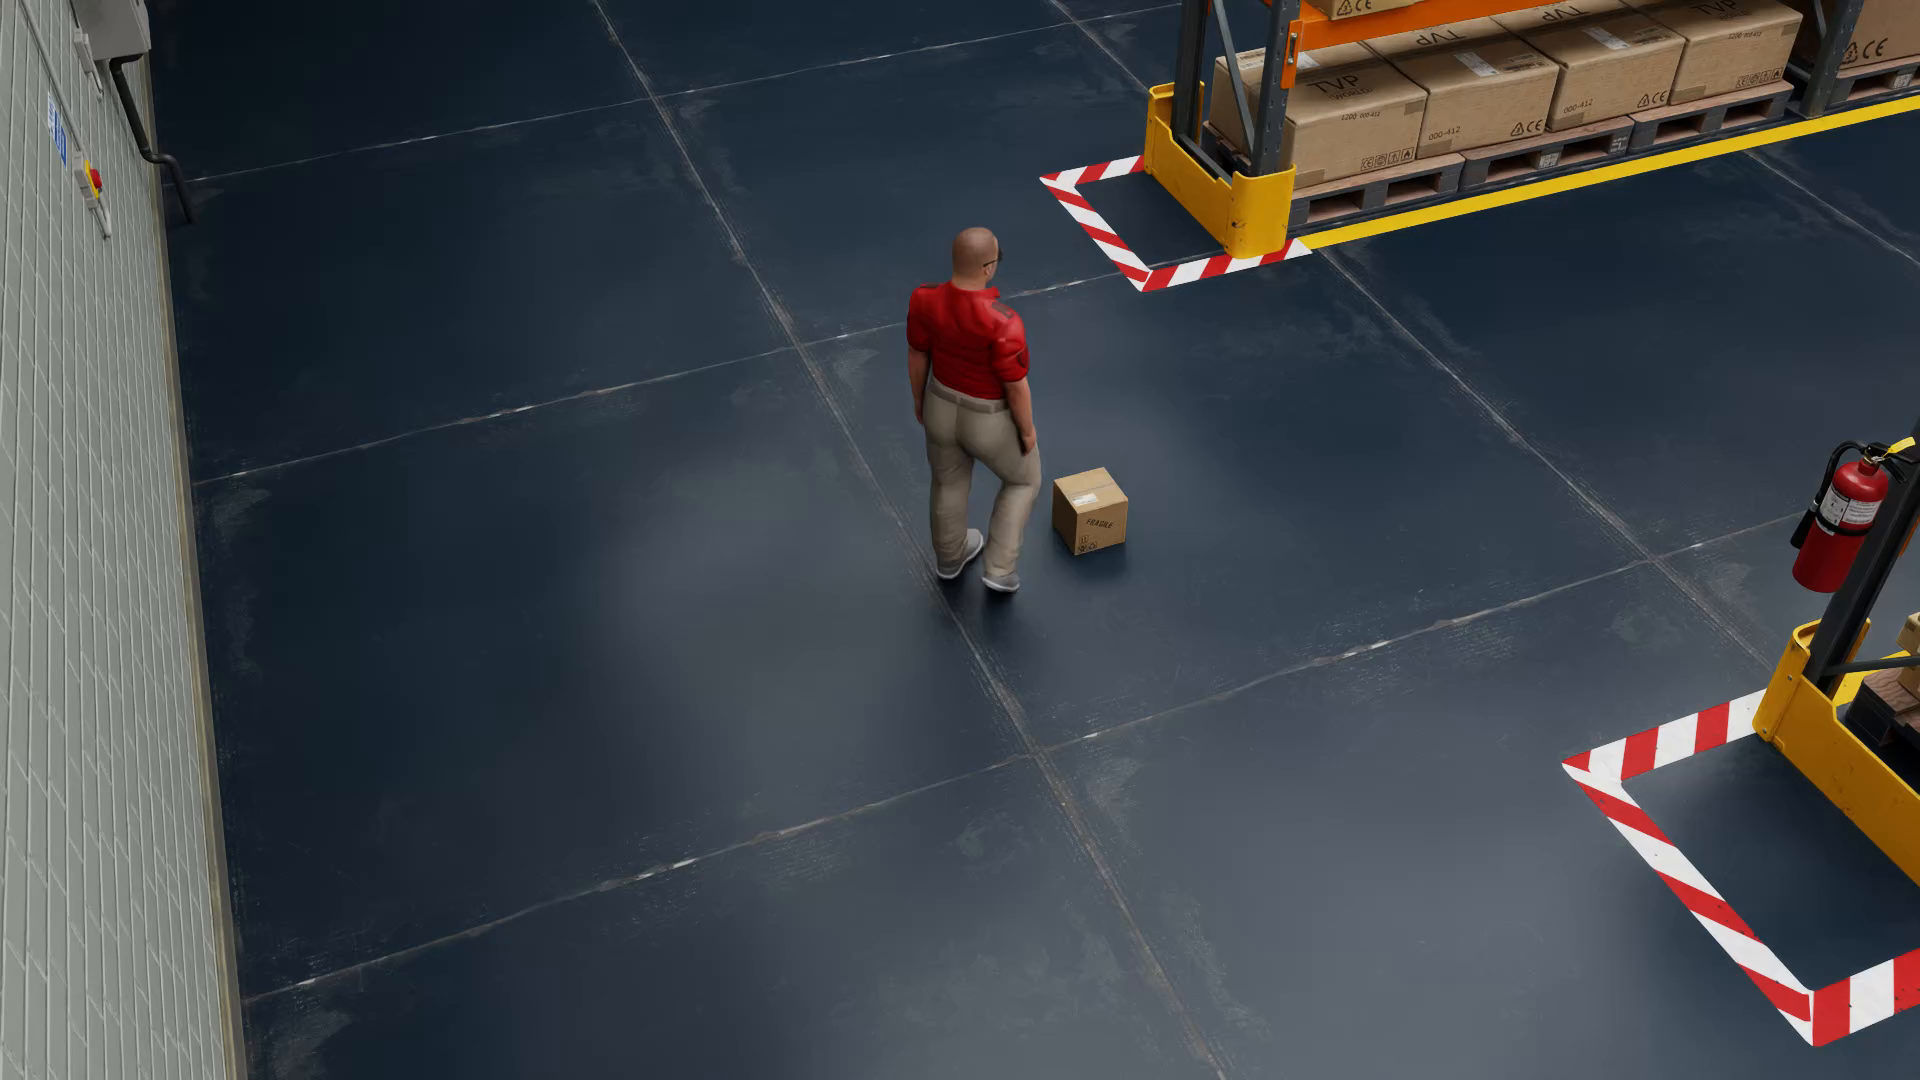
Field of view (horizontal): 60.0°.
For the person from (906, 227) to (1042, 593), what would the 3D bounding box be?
[{"bbox_3d":[0.065,-0.498,6.767,0.561,1.790,0.387,21,46,22],"label":"person"}]
